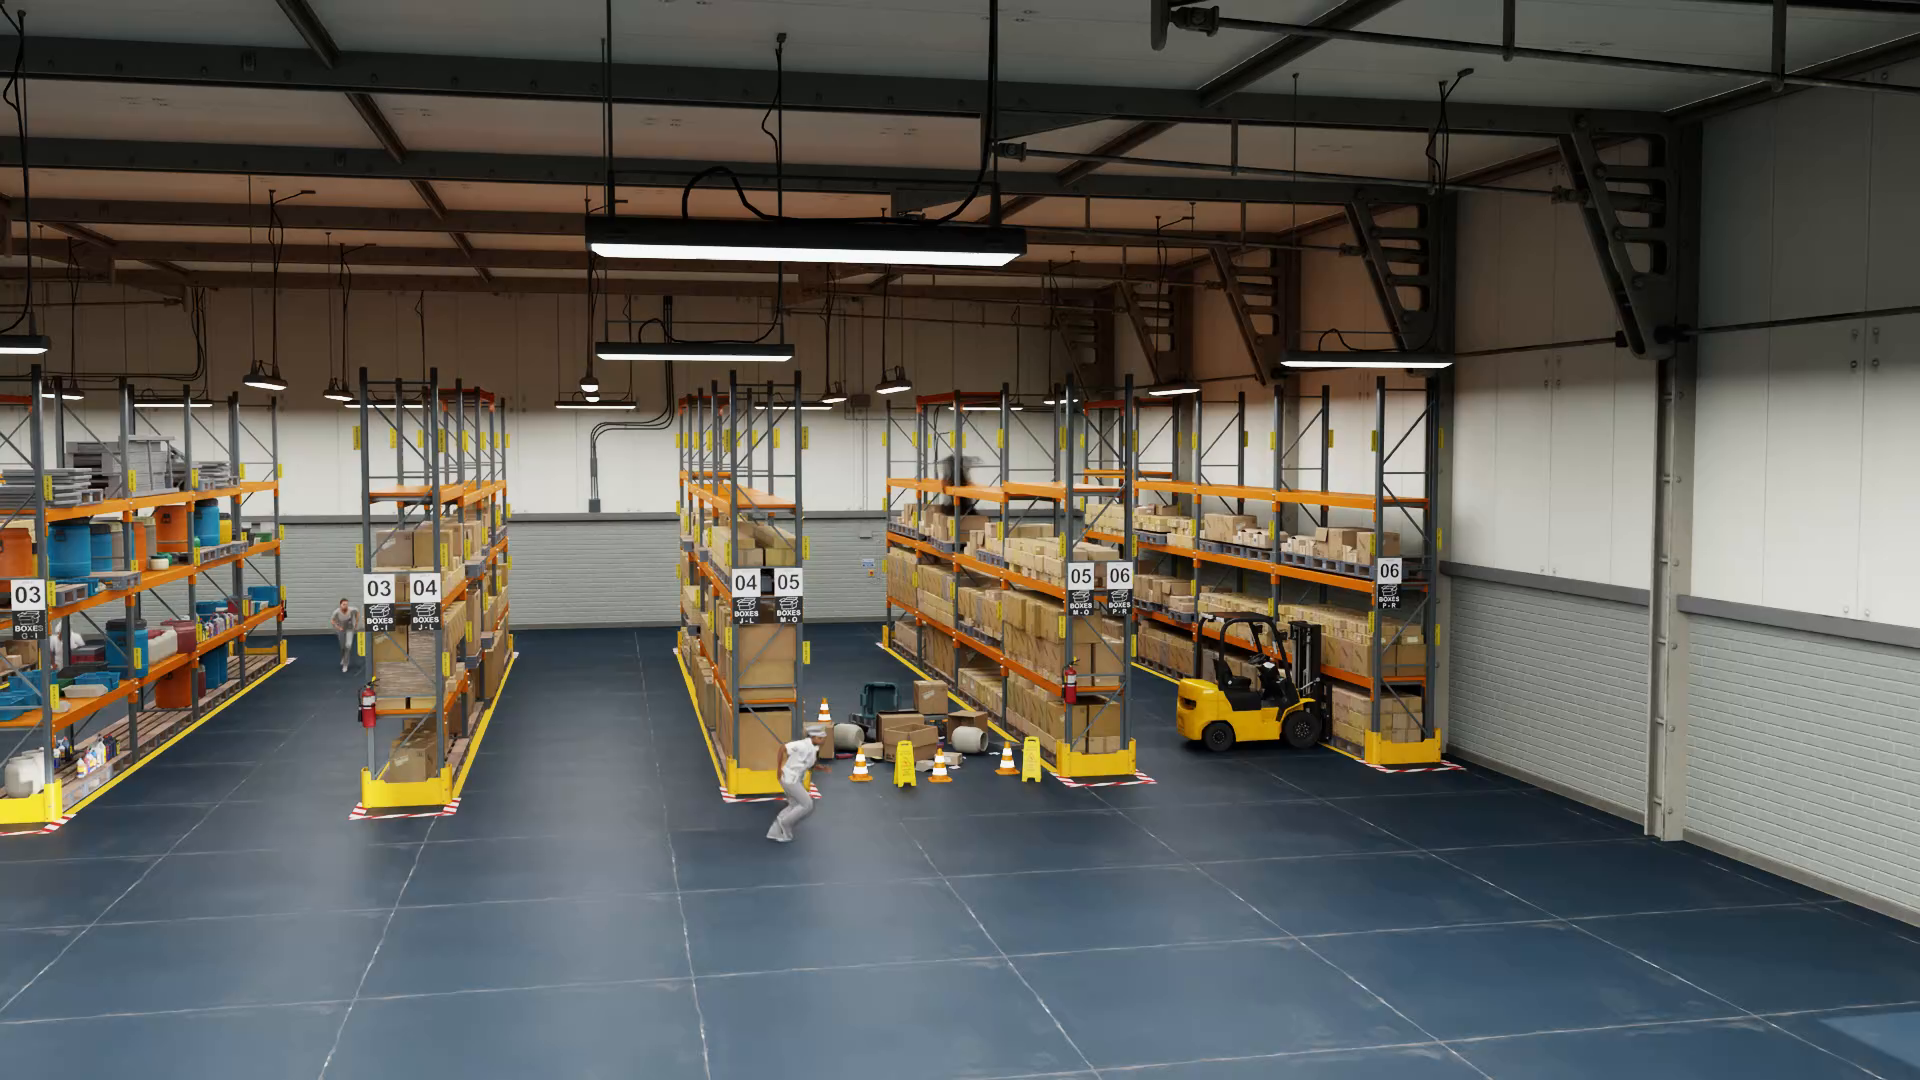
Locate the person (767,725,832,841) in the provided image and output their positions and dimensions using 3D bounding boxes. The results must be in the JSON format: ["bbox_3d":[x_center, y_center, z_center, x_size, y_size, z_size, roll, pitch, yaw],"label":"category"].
[{"bbox_3d":[-2.020,3.025,20.592,0.880,1.491,0.605,1,4,20],"label":"person"}]

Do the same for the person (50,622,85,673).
[{"bbox_3d":[-16.762,2.326,31.221,0.698,1.632,0.888,-2,4,-35],"label":"person"}]

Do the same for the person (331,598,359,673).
[{"bbox_3d":[-13.471,2.053,36.433,0.595,1.624,1.009,-1,4,-24],"label":"person"}]
